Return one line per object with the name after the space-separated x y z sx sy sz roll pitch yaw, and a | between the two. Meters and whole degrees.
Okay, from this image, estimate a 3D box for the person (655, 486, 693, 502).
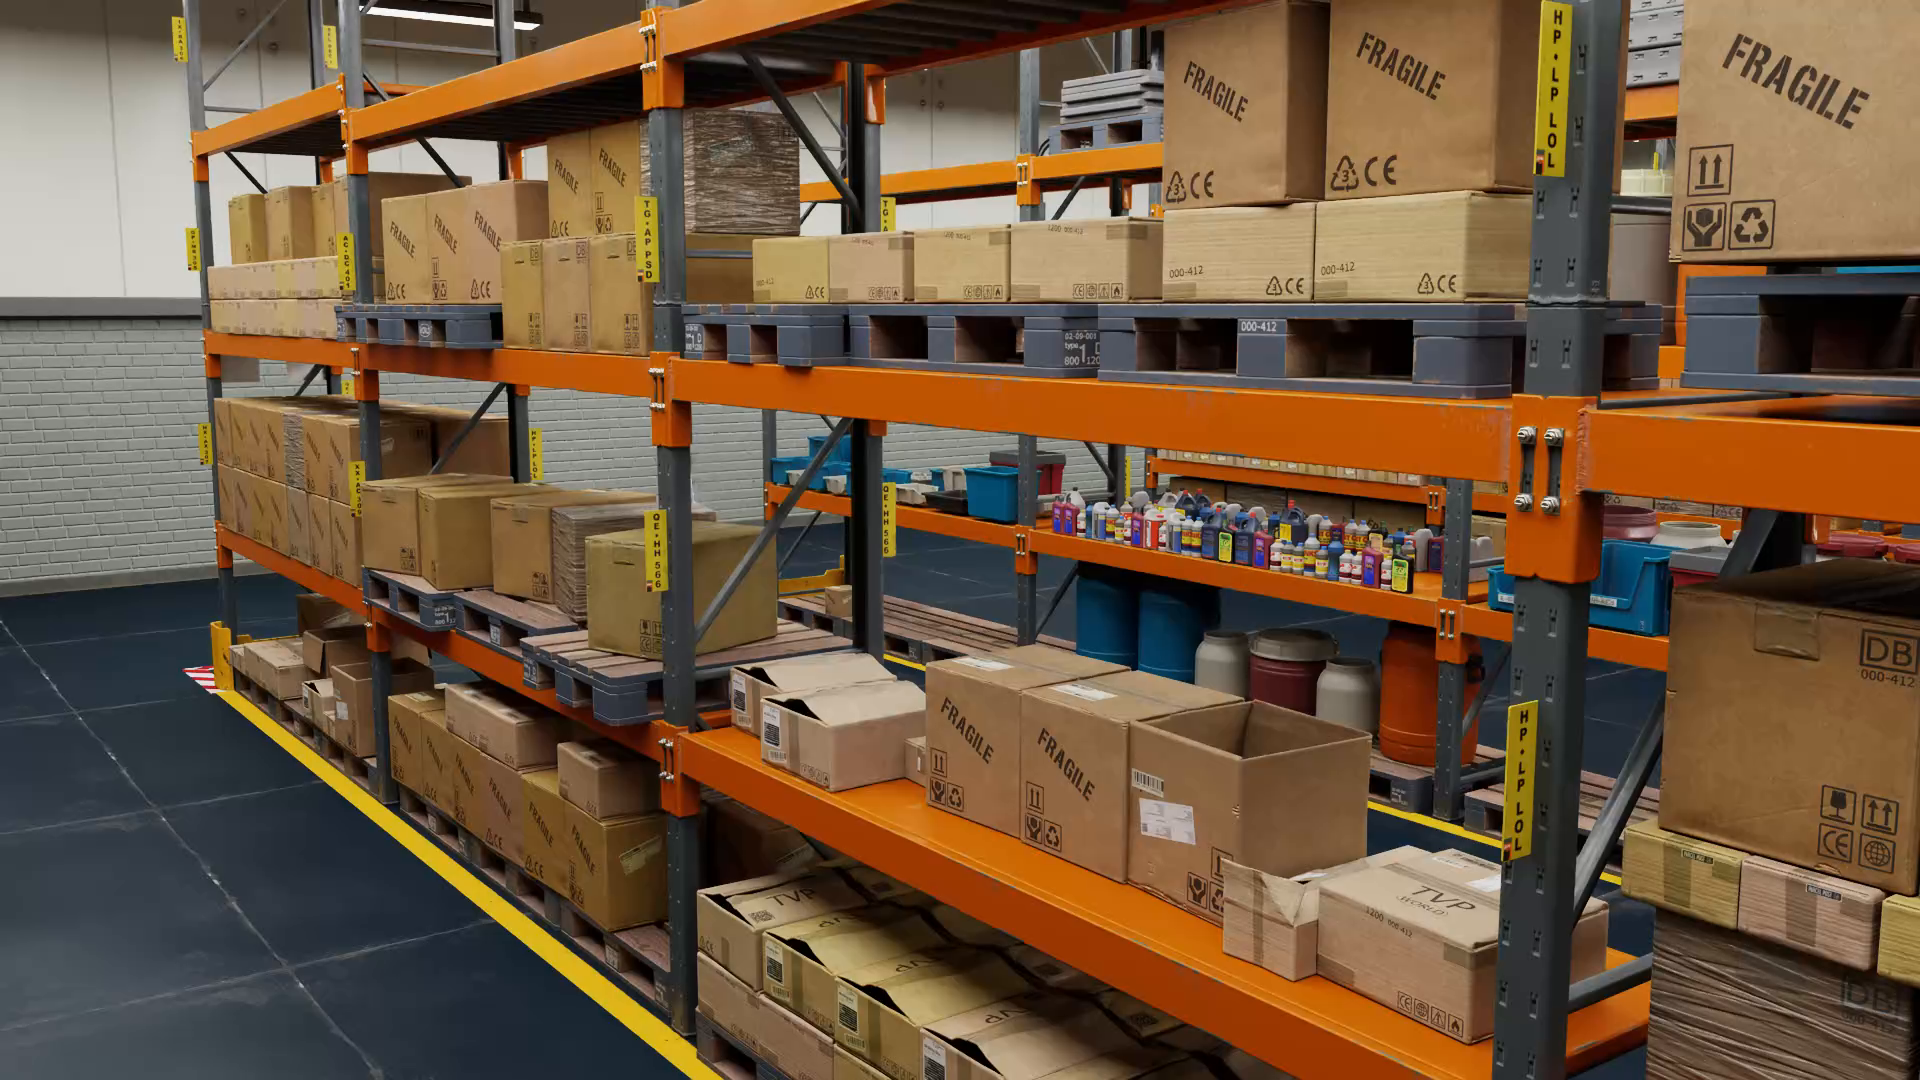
-2.846 -0.116 16.637 0.421 1.531 0.908 6 10 38 | person
